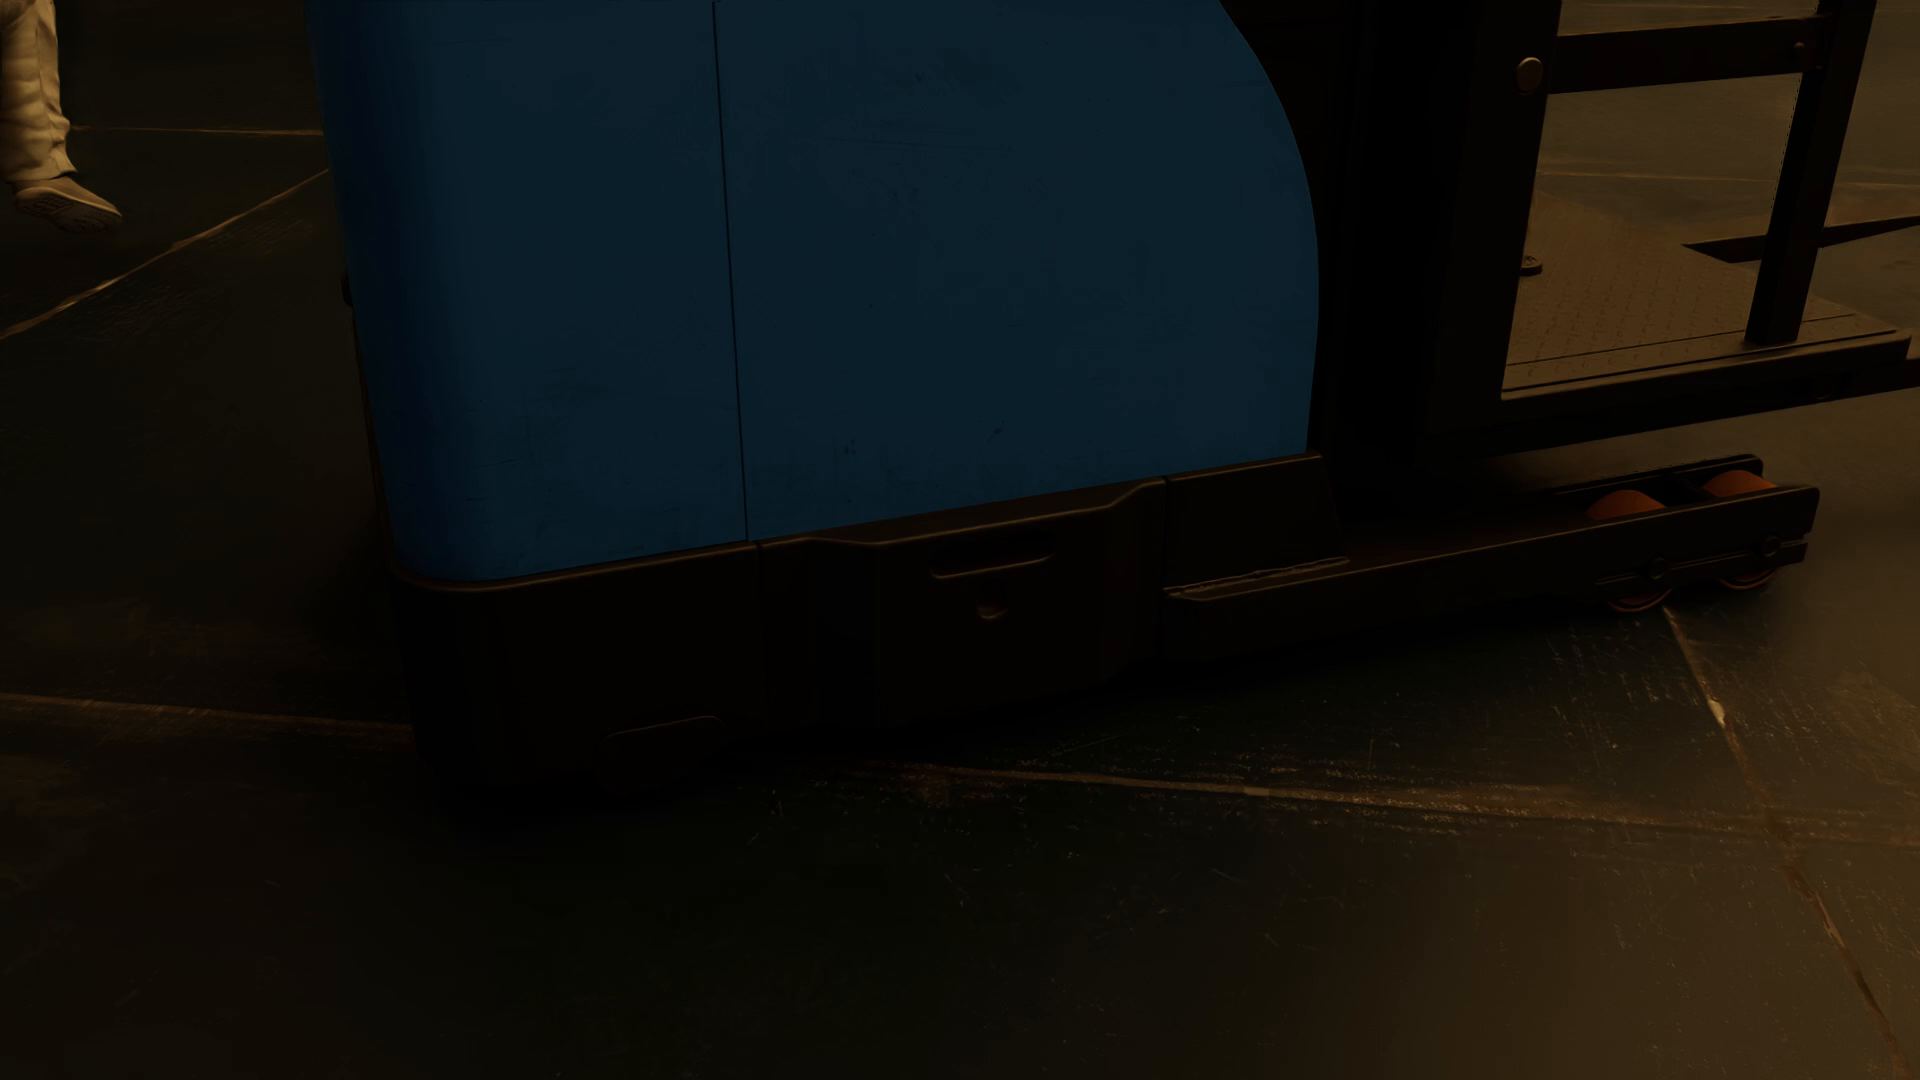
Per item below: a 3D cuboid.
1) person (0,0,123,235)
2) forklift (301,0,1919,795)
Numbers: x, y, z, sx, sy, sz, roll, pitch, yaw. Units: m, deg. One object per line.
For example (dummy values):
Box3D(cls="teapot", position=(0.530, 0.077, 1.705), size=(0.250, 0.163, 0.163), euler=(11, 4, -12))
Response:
Box3D(cls="person", position=(-2.158, -1.199, 3.327), size=(0.715, 1.454, 0.698), euler=(-4, 27, -7))
Box3D(cls="forklift", position=(0.666, -1.422, 2.066), size=(3.031, 2.935, 1.130), euler=(-9, 28, -18))
